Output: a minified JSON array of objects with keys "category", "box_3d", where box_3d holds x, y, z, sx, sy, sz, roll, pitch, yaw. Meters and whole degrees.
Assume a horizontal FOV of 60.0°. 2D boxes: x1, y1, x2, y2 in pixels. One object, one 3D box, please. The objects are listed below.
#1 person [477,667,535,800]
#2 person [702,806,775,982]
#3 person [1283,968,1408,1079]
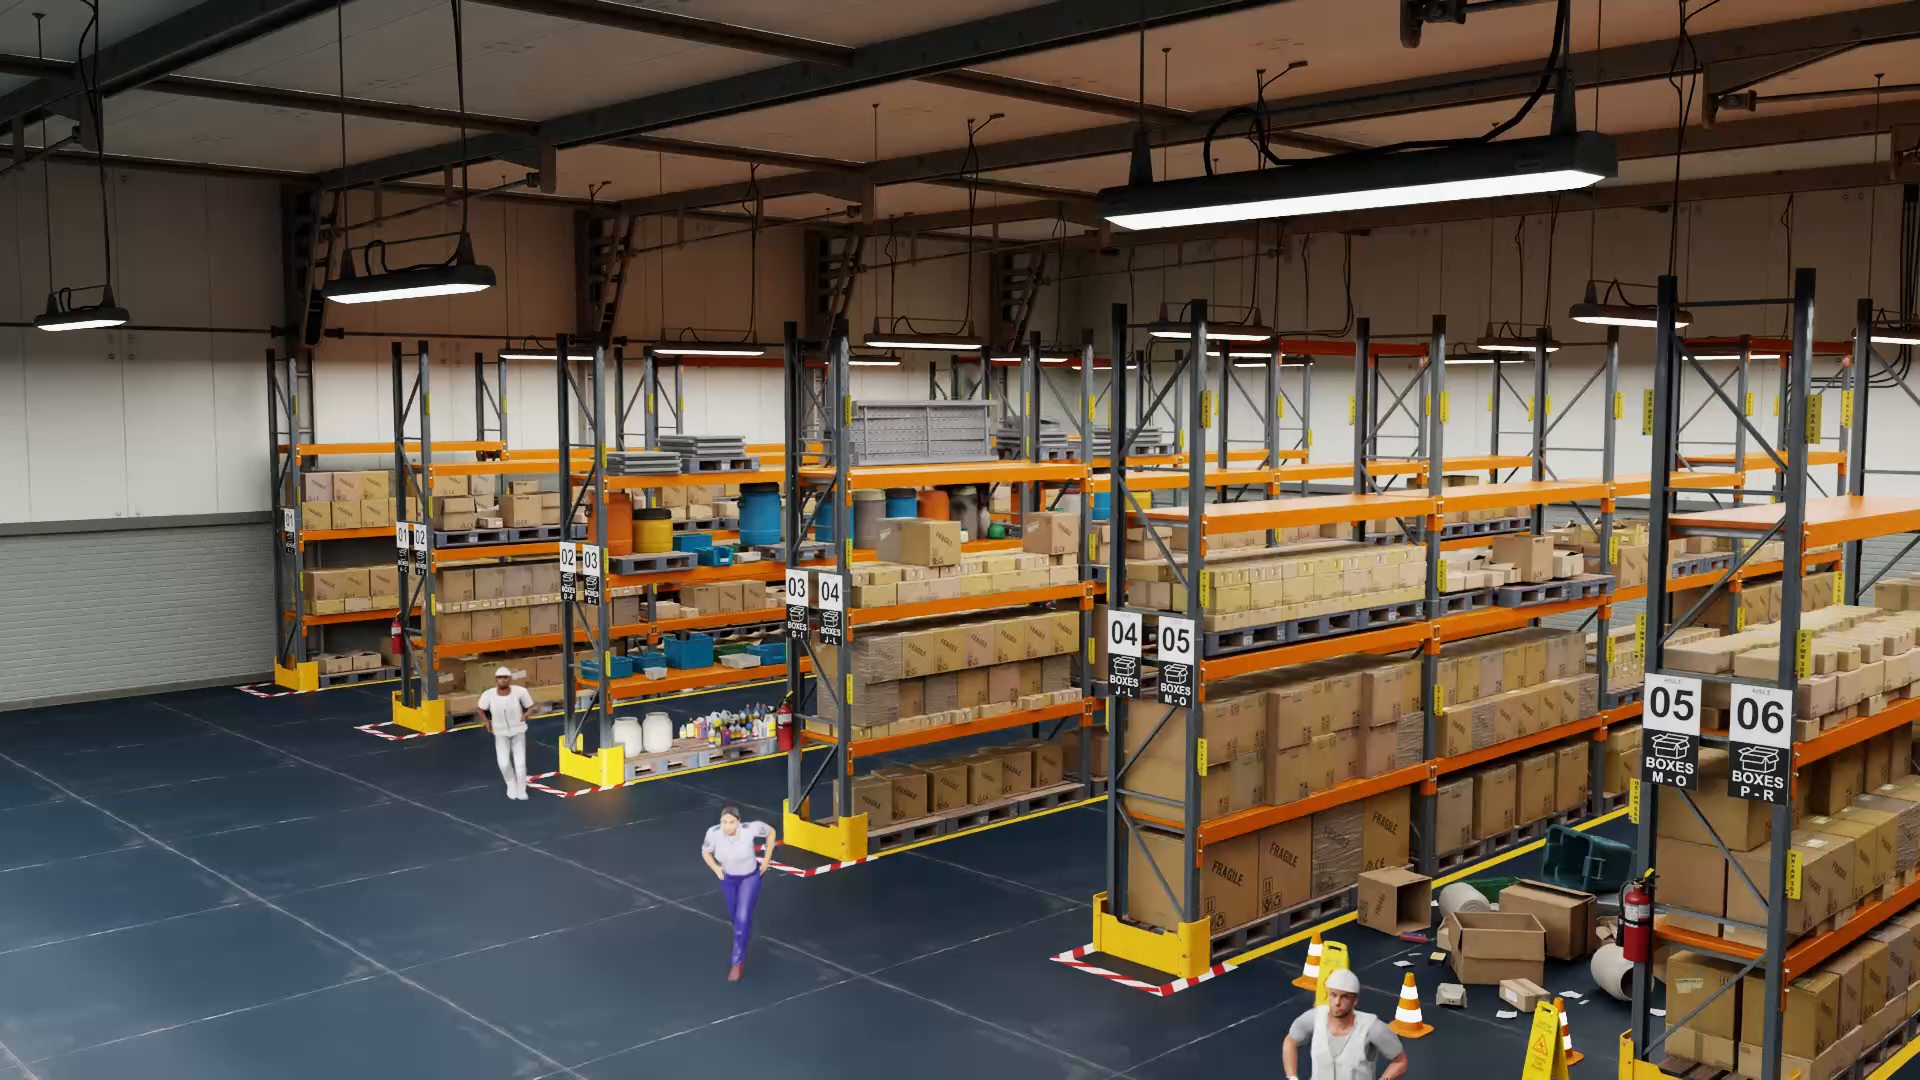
[{"category":"person","box_3d":[-5.769,2.473,21.167,0.707,1.731,0.632,-1,5,-17]},{"category":"person","box_3d":[-1.983,3.113,15.077,0.649,1.613,0.960,0,5,3]},{"category":"person","box_3d":[2.248,3.439,10.076,0.885,1.778,0.732,2,5,25]}]
